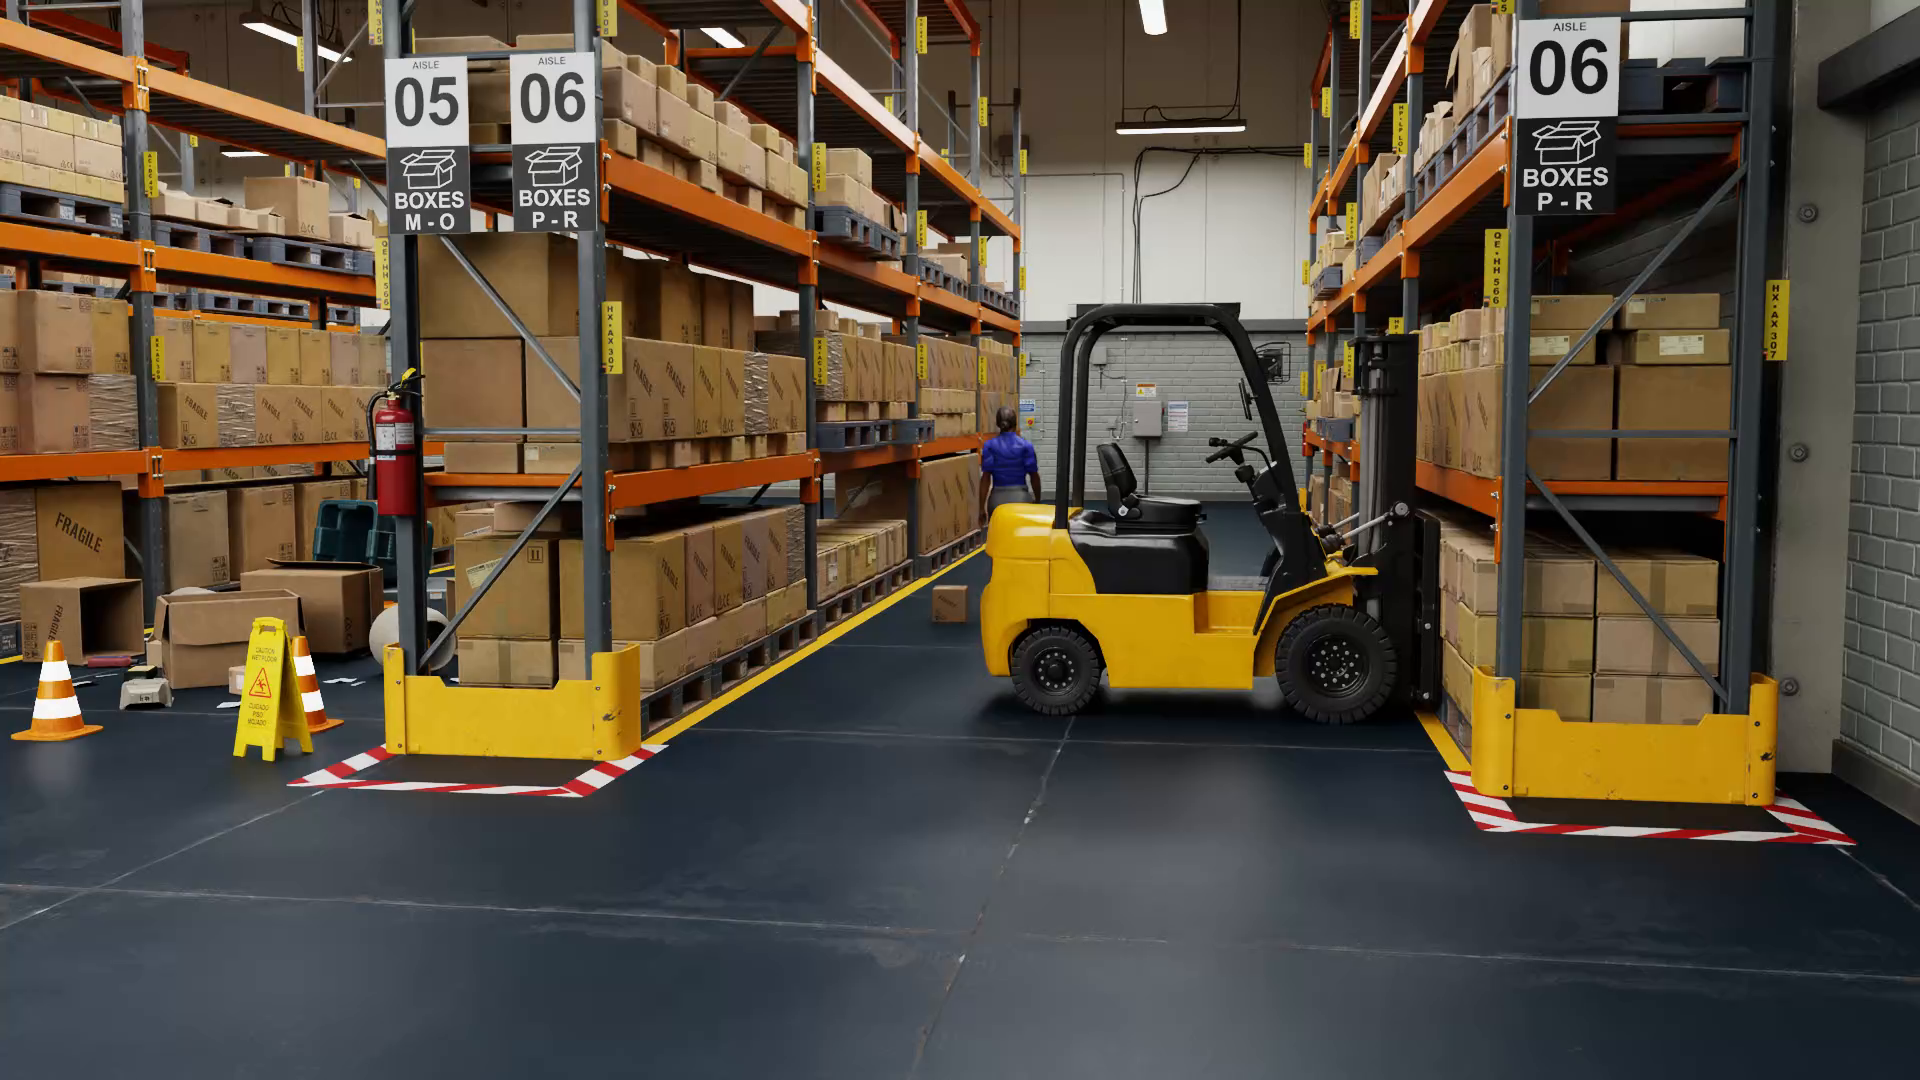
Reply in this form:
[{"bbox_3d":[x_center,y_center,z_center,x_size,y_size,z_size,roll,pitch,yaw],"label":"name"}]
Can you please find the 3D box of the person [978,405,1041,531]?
[{"bbox_3d":[0.413,-0.284,13.402,0.475,1.595,0.989,1,5,11],"label":"person"}]
